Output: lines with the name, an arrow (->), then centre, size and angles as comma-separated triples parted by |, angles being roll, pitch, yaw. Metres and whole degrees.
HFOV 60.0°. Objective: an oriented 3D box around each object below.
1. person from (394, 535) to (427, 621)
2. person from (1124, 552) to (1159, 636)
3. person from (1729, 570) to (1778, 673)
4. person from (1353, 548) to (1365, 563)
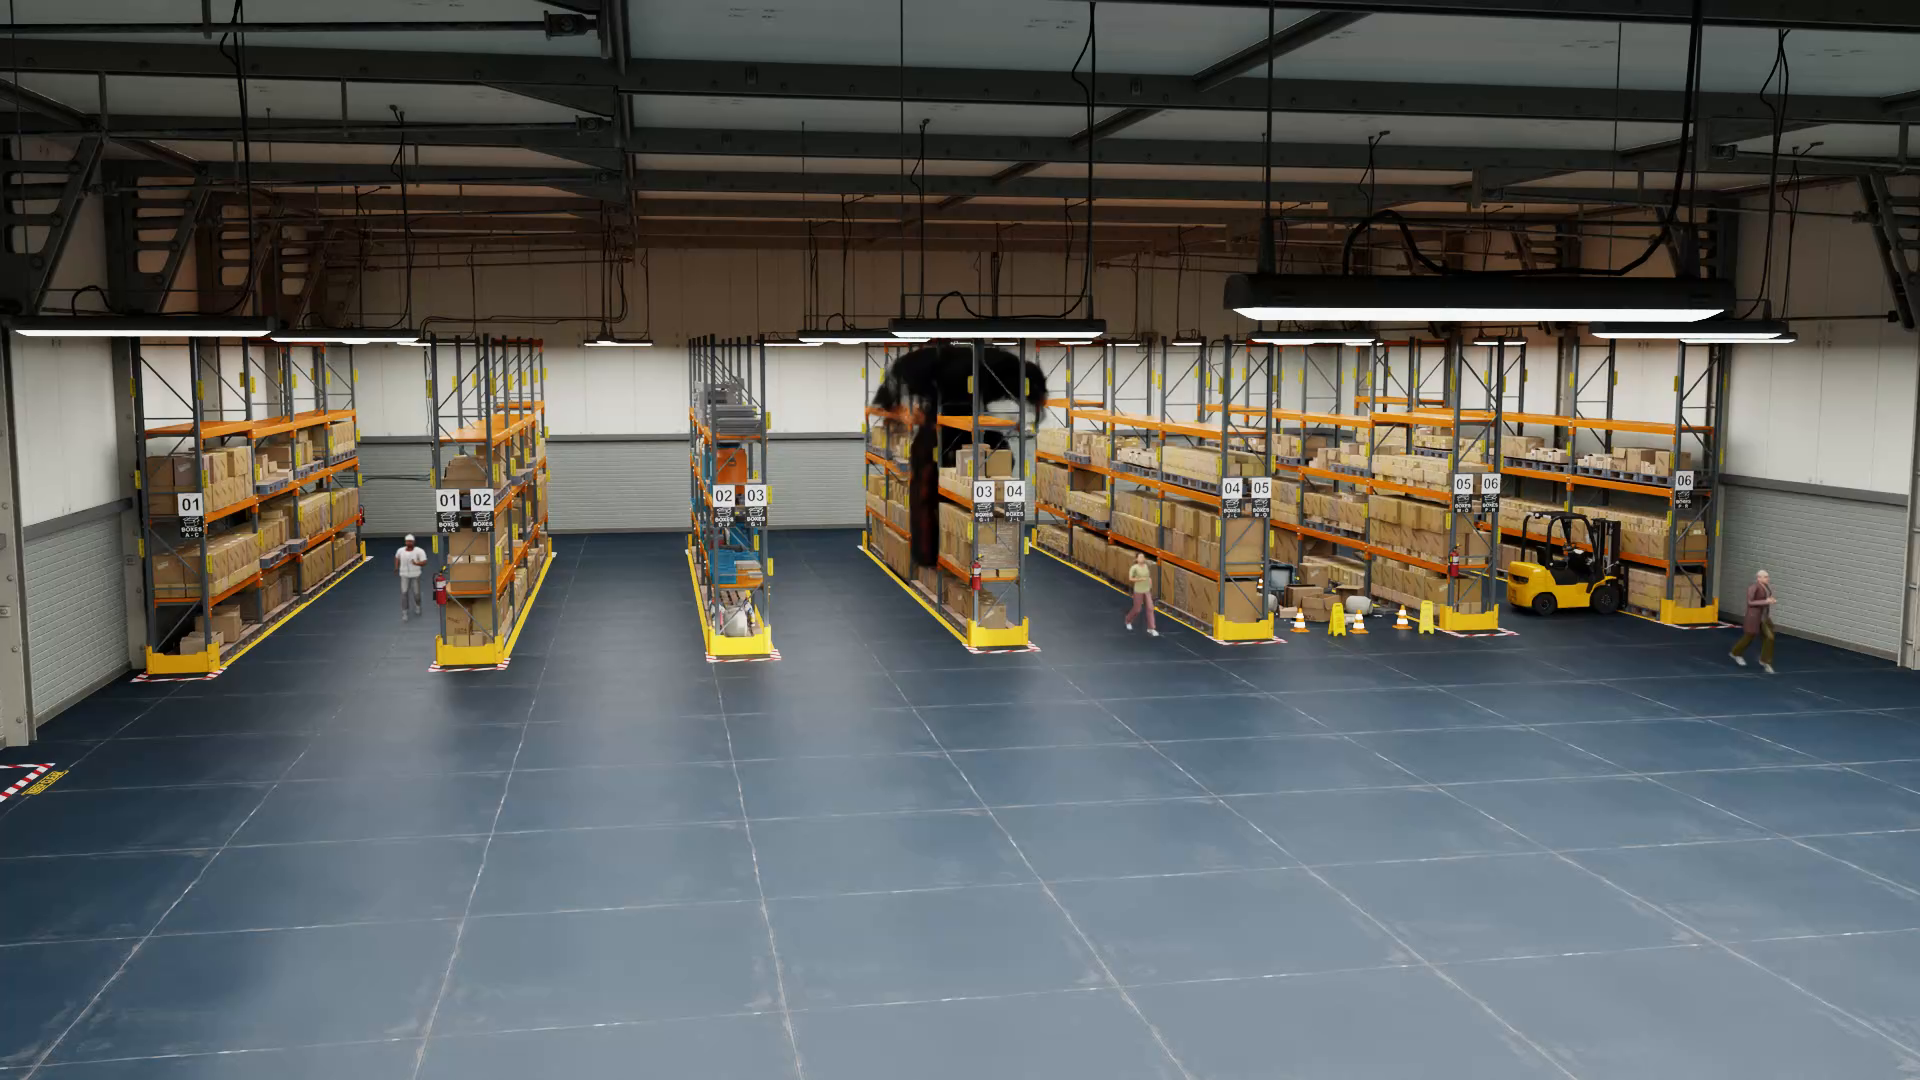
person -> -11.679, 0.770, 35.355 | 0.692, 1.781, 0.922 | -1, 7, -9
person -> 3.674, 1.056, 33.481 | 0.580, 1.640, 1.022 | -3, 7, -23
person -> 14.206, 1.456, 29.750 | 0.686, 1.868, 0.939 | -3, 7, -24
person -> 10.448, -0.035, 42.993 | 0.655, 1.675, 0.622 | -2, 7, -18
